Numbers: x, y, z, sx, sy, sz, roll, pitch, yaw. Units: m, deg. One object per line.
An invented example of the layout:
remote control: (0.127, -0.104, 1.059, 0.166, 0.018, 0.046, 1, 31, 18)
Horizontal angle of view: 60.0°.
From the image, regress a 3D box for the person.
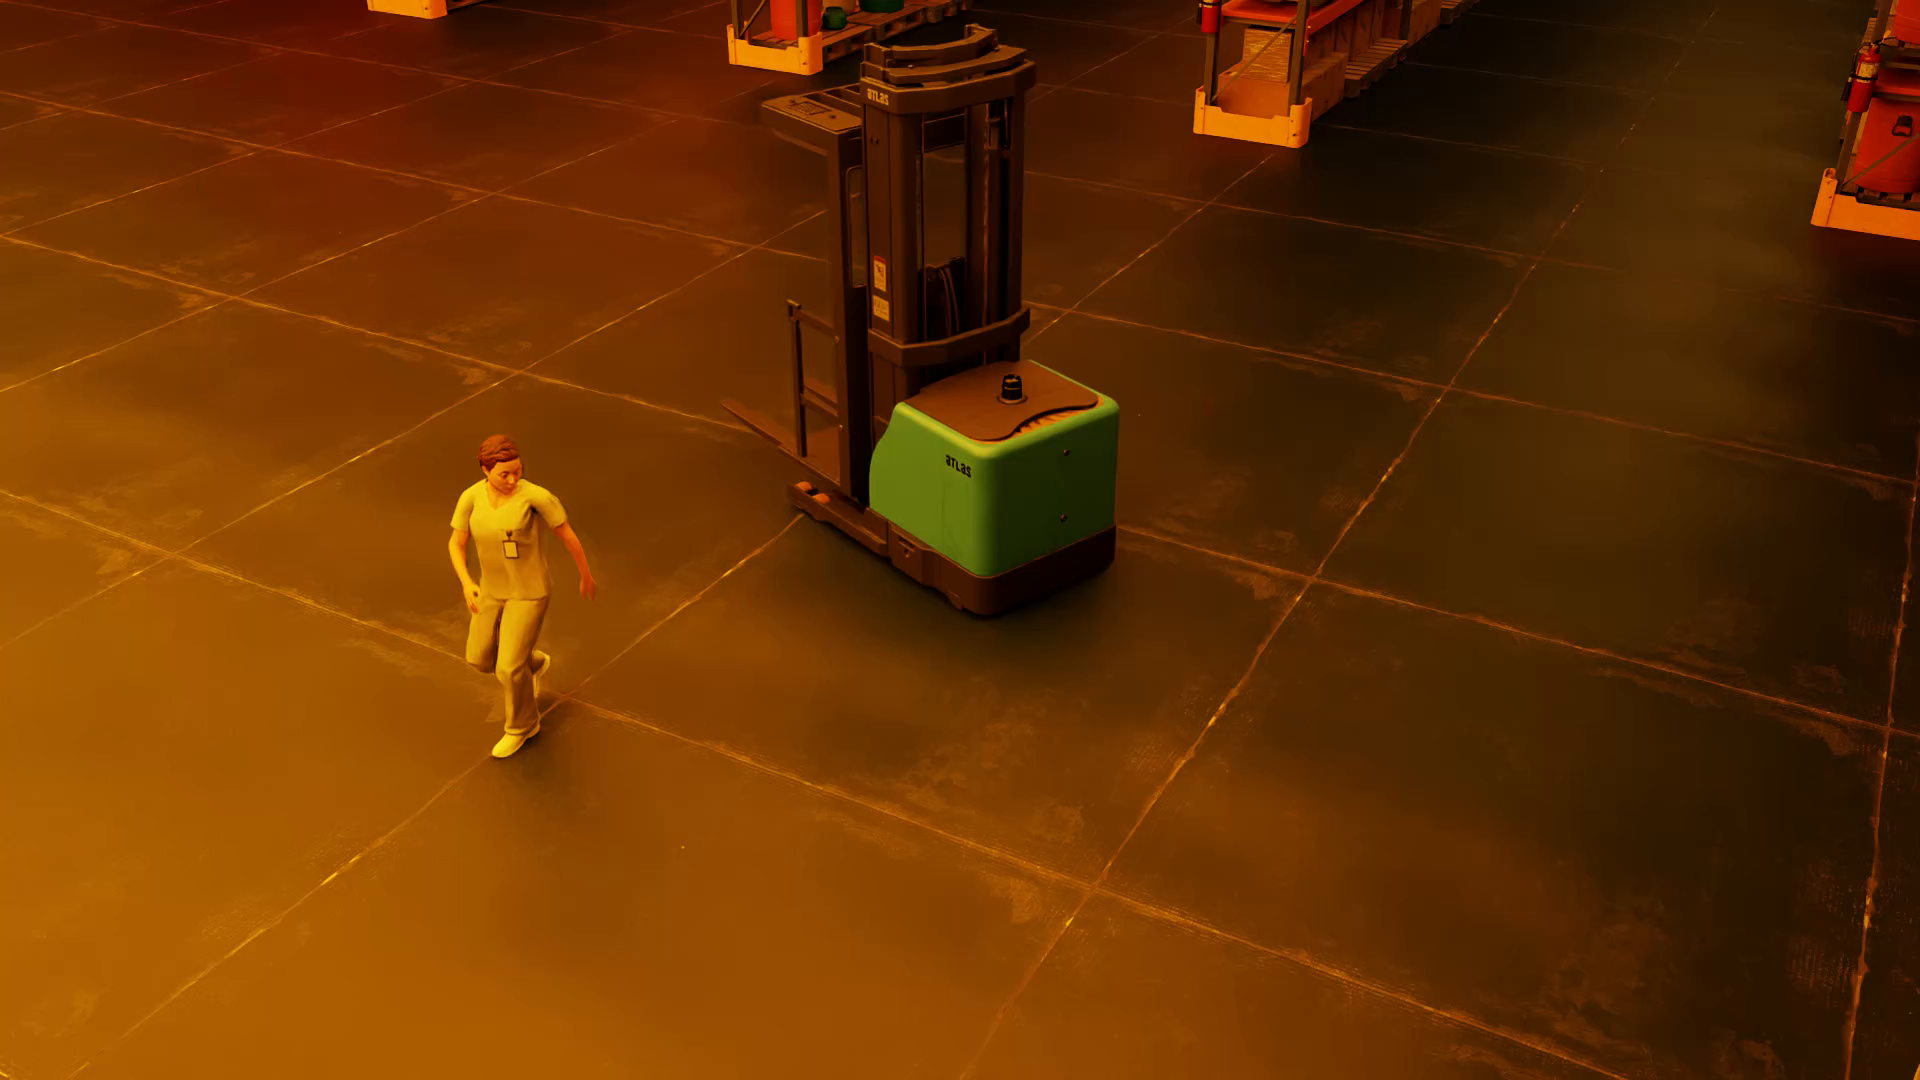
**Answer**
person: (-2.111, 0.257, 7.970, 0.586, 1.599, 0.606, 12, 32, 20)

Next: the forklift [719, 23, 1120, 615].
forklift: (-0.414, -1.527, 9.716, 1.130, 2.935, 3.031, -22, 37, -33)
